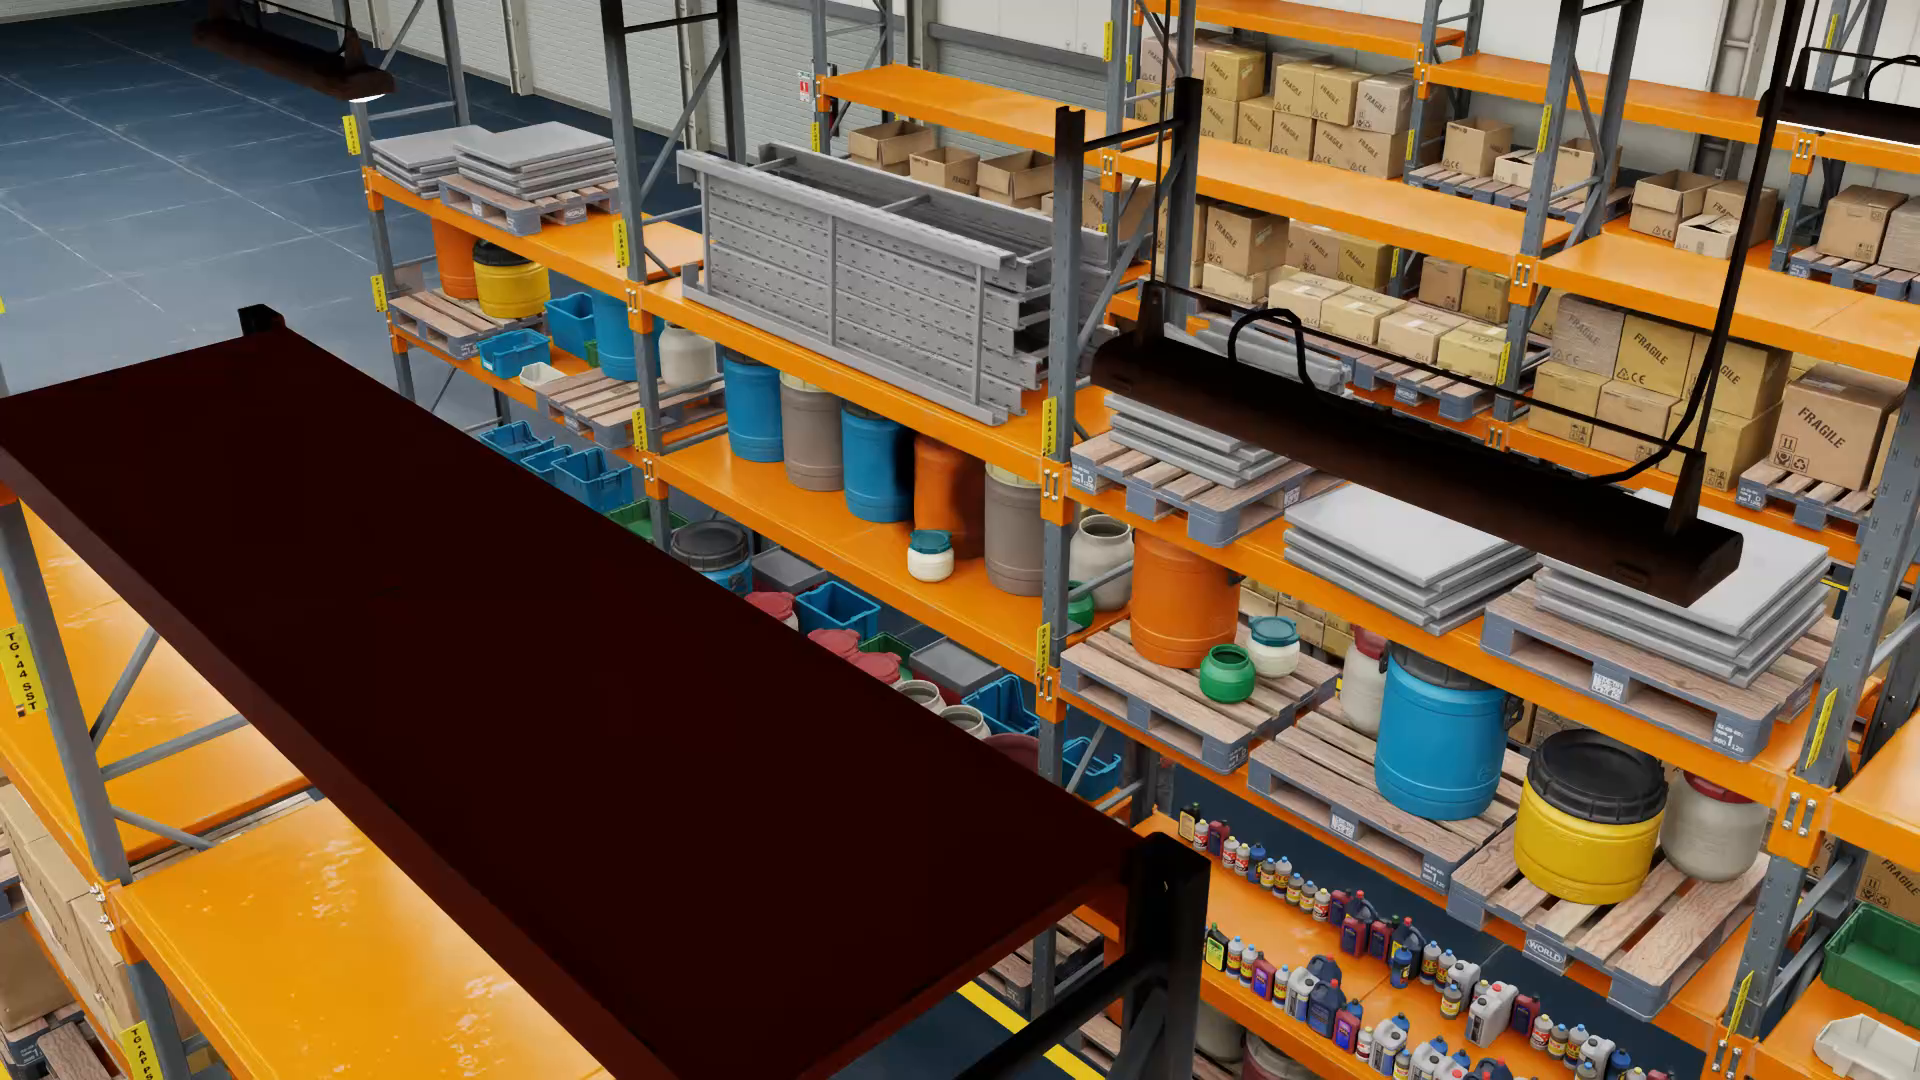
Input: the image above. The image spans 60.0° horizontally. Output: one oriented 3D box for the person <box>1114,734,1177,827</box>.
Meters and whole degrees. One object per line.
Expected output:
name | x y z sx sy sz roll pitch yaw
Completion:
person | 1.426 1.438 12.290 0.502 1.759 0.567 -23 36 -36
